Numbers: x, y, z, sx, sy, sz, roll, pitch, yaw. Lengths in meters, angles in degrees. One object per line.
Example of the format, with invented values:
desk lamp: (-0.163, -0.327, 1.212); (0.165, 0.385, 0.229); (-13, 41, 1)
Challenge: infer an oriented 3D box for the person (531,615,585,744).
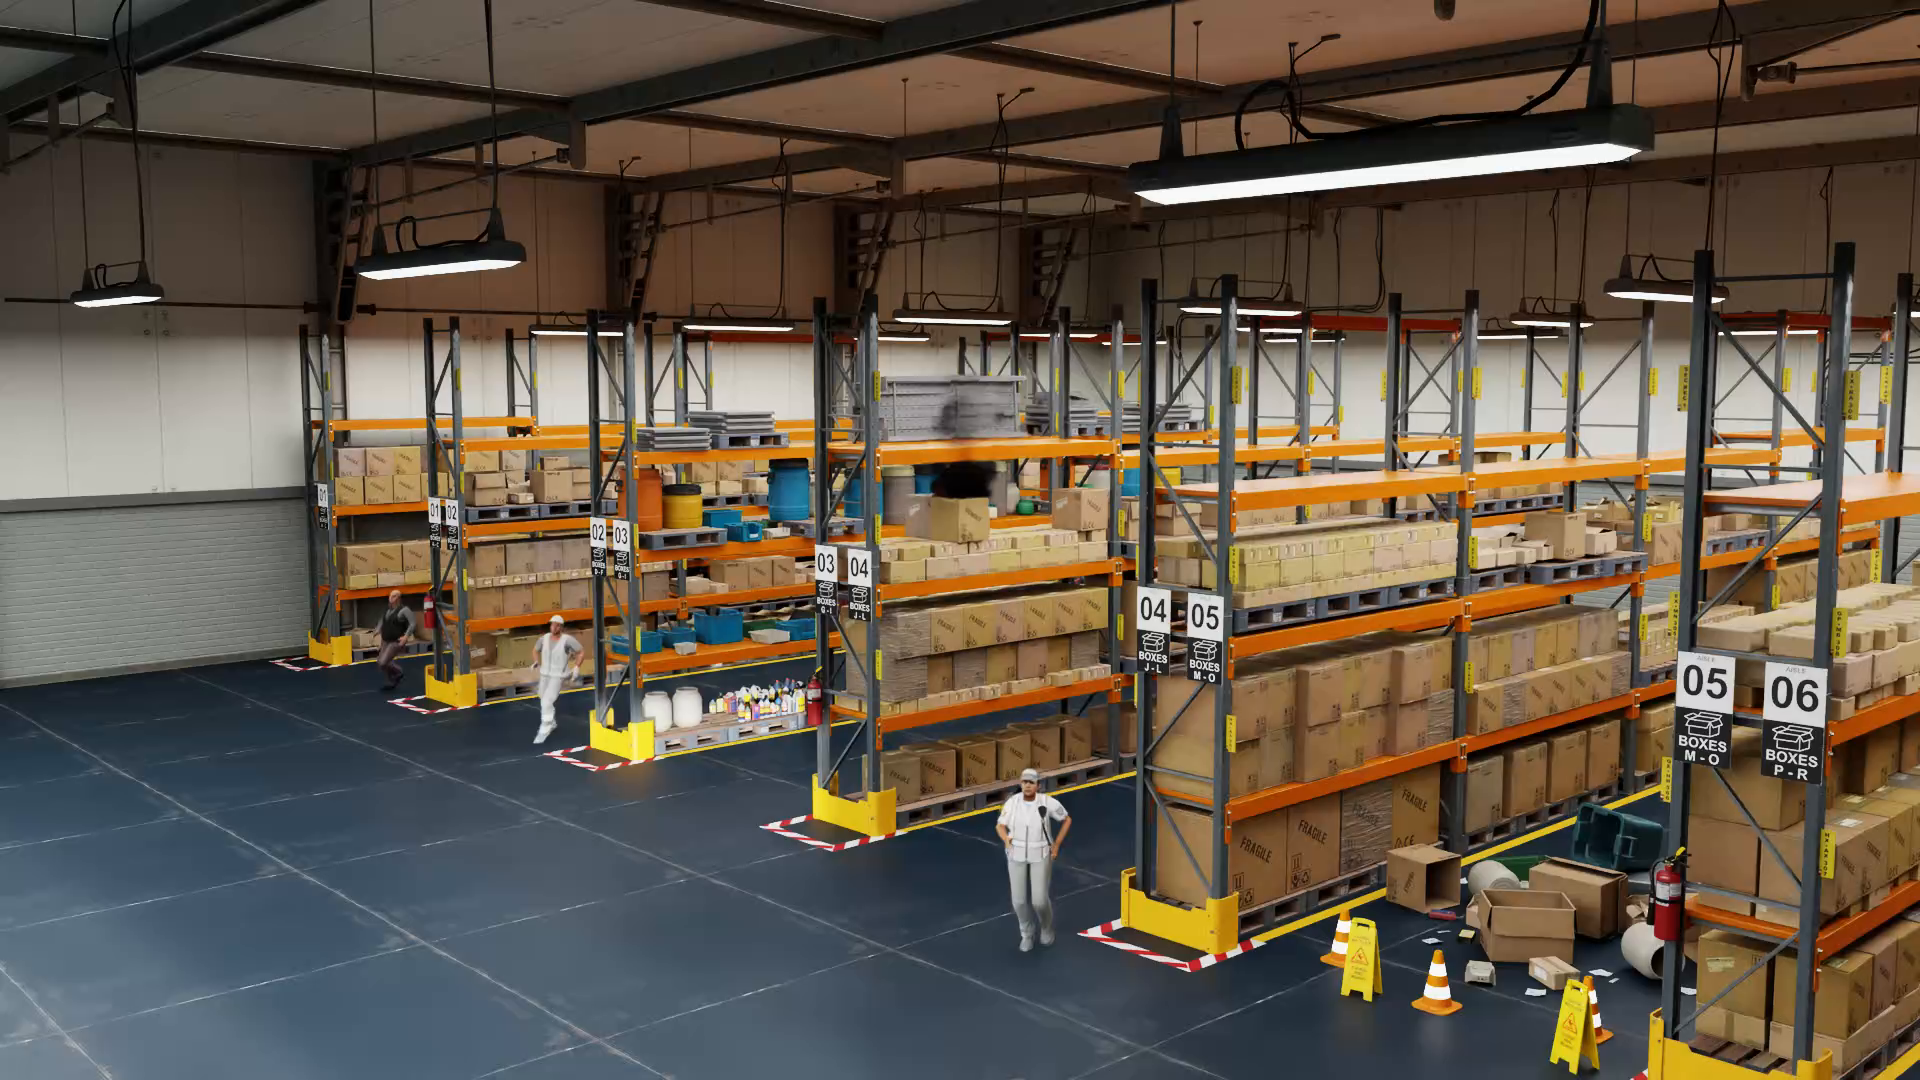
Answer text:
person: (-5.688, 1.938, 23.353); (0.722, 1.802, 0.707); (2, 6, 18)

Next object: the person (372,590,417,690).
person: (-9.165, 1.633, 26.823); (0.711, 1.662, 0.531); (4, 7, 32)

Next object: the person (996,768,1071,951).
person: (0.629, 2.873, 14.846); (0.665, 1.661, 0.530); (1, 6, 13)
